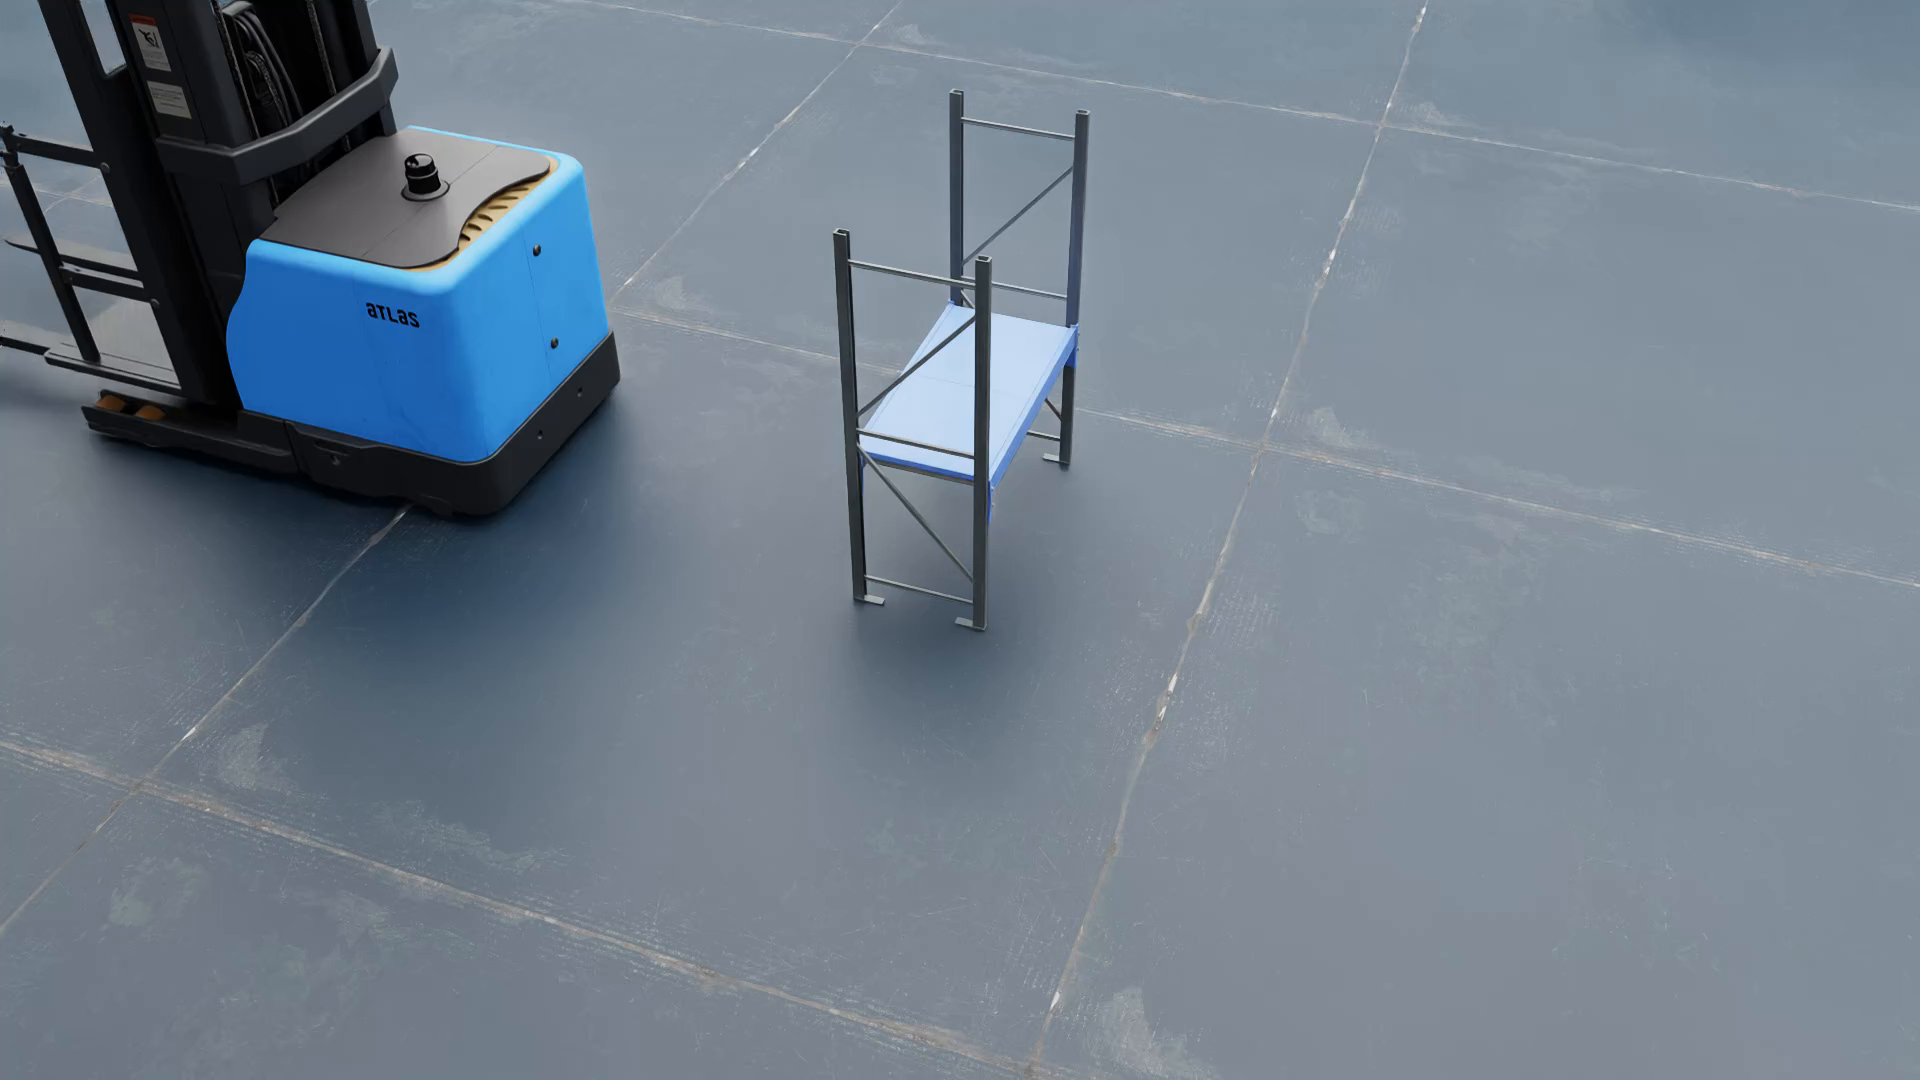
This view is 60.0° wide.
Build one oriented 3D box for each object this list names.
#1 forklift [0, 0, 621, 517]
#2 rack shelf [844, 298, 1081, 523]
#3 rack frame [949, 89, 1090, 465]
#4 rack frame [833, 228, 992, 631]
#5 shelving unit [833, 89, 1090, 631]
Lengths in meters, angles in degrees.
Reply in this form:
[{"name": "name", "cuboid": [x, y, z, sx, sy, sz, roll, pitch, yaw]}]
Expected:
[{"name": "forklift", "cuboid": [-2.986, -1.793, 6.093, 3.031, 2.935, 1.130, 13, 42, 15]}, {"name": "rack shelf", "cuboid": [0.029, -0.486, 5.941, 0.538, 0.185, 1.000, 13, 42, 15]}, {"name": "rack frame", "cuboid": [0.203, -0.933, 6.188, 0.500, 1.500, 0.032, 13, 42, 15]}, {"name": "rack frame", "cuboid": [-0.145, -0.313, 5.461, 0.500, 1.500, 0.032, 13, 42, 15]}, {"name": "shelving unit", "cuboid": [0.029, -0.623, 5.824, 0.538, 1.500, 1.048, 13, 42, 15]}]
